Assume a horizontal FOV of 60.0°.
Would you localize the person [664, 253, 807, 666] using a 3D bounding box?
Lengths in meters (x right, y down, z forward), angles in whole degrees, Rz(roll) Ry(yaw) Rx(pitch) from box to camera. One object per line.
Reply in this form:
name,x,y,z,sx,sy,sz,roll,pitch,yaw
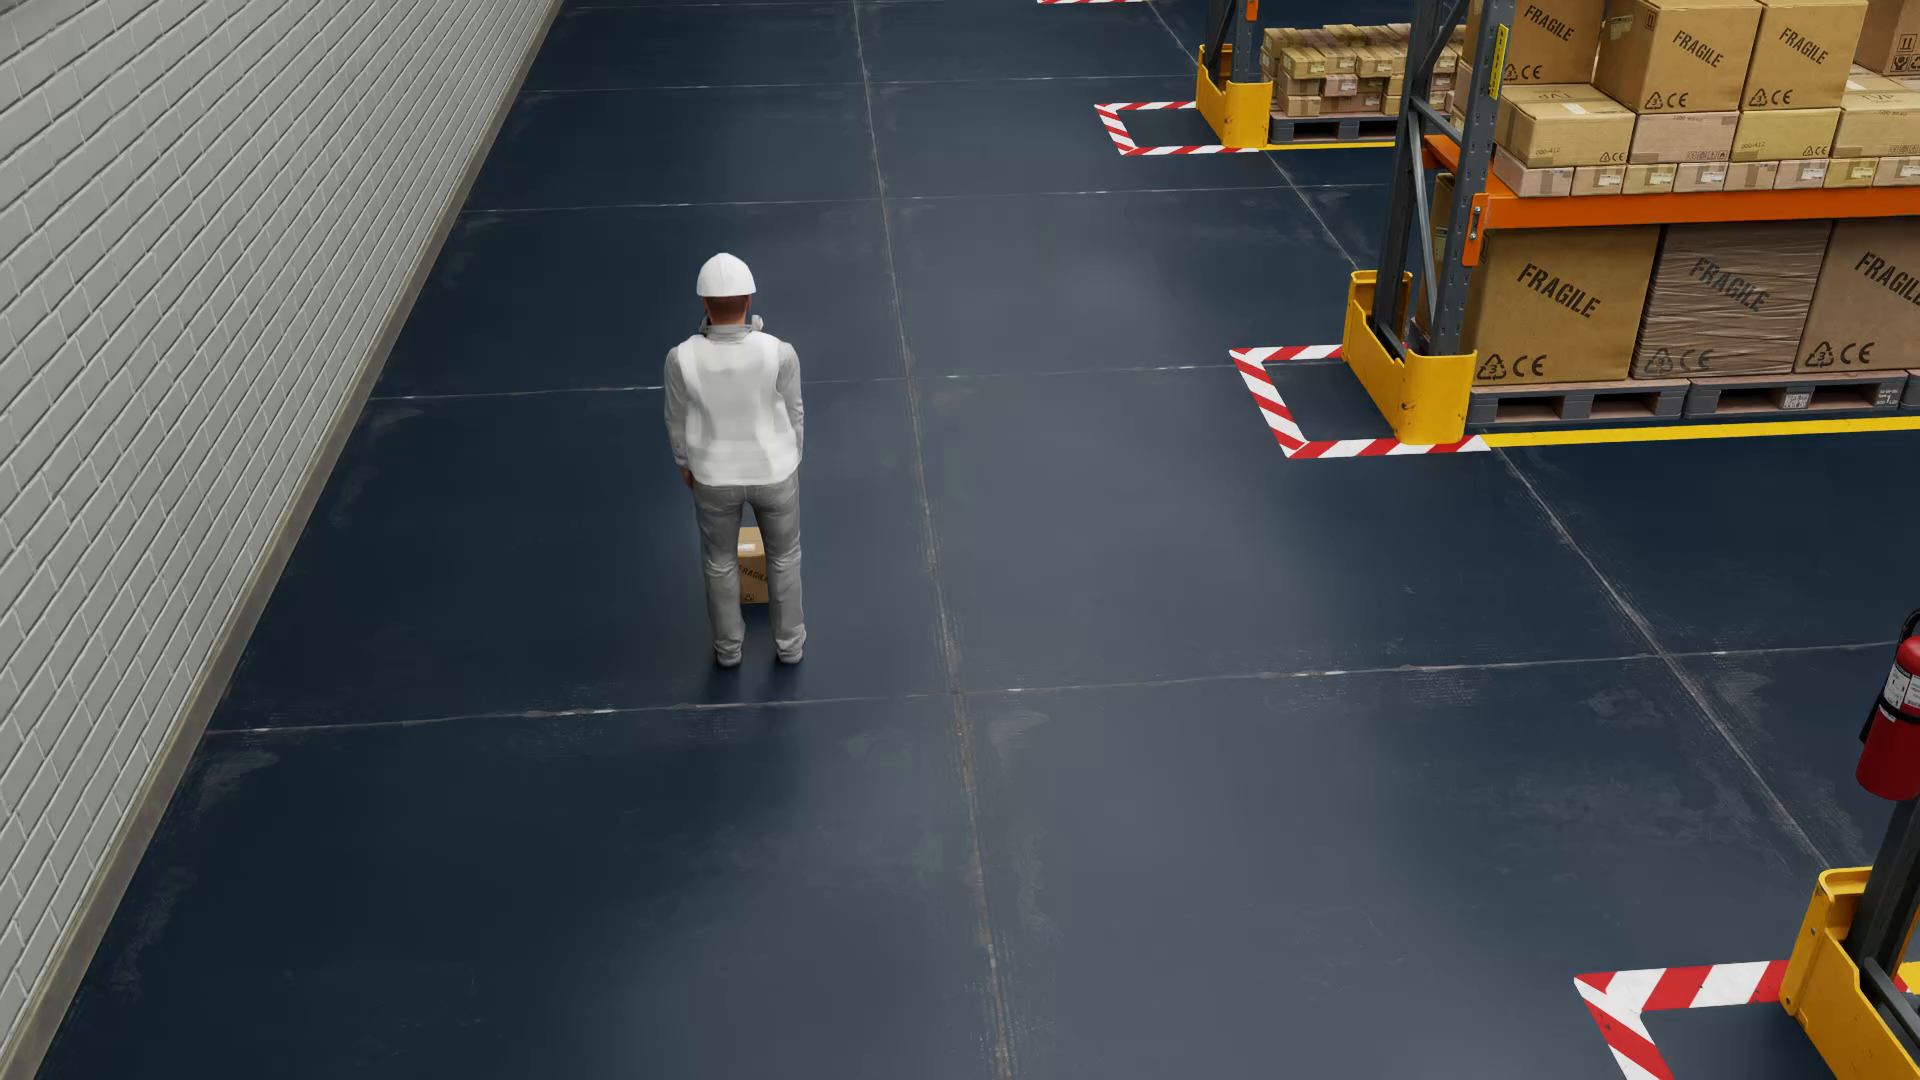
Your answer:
person,-0.879,-0.287,6.608,0.538,1.760,0.378,-2,31,-4
